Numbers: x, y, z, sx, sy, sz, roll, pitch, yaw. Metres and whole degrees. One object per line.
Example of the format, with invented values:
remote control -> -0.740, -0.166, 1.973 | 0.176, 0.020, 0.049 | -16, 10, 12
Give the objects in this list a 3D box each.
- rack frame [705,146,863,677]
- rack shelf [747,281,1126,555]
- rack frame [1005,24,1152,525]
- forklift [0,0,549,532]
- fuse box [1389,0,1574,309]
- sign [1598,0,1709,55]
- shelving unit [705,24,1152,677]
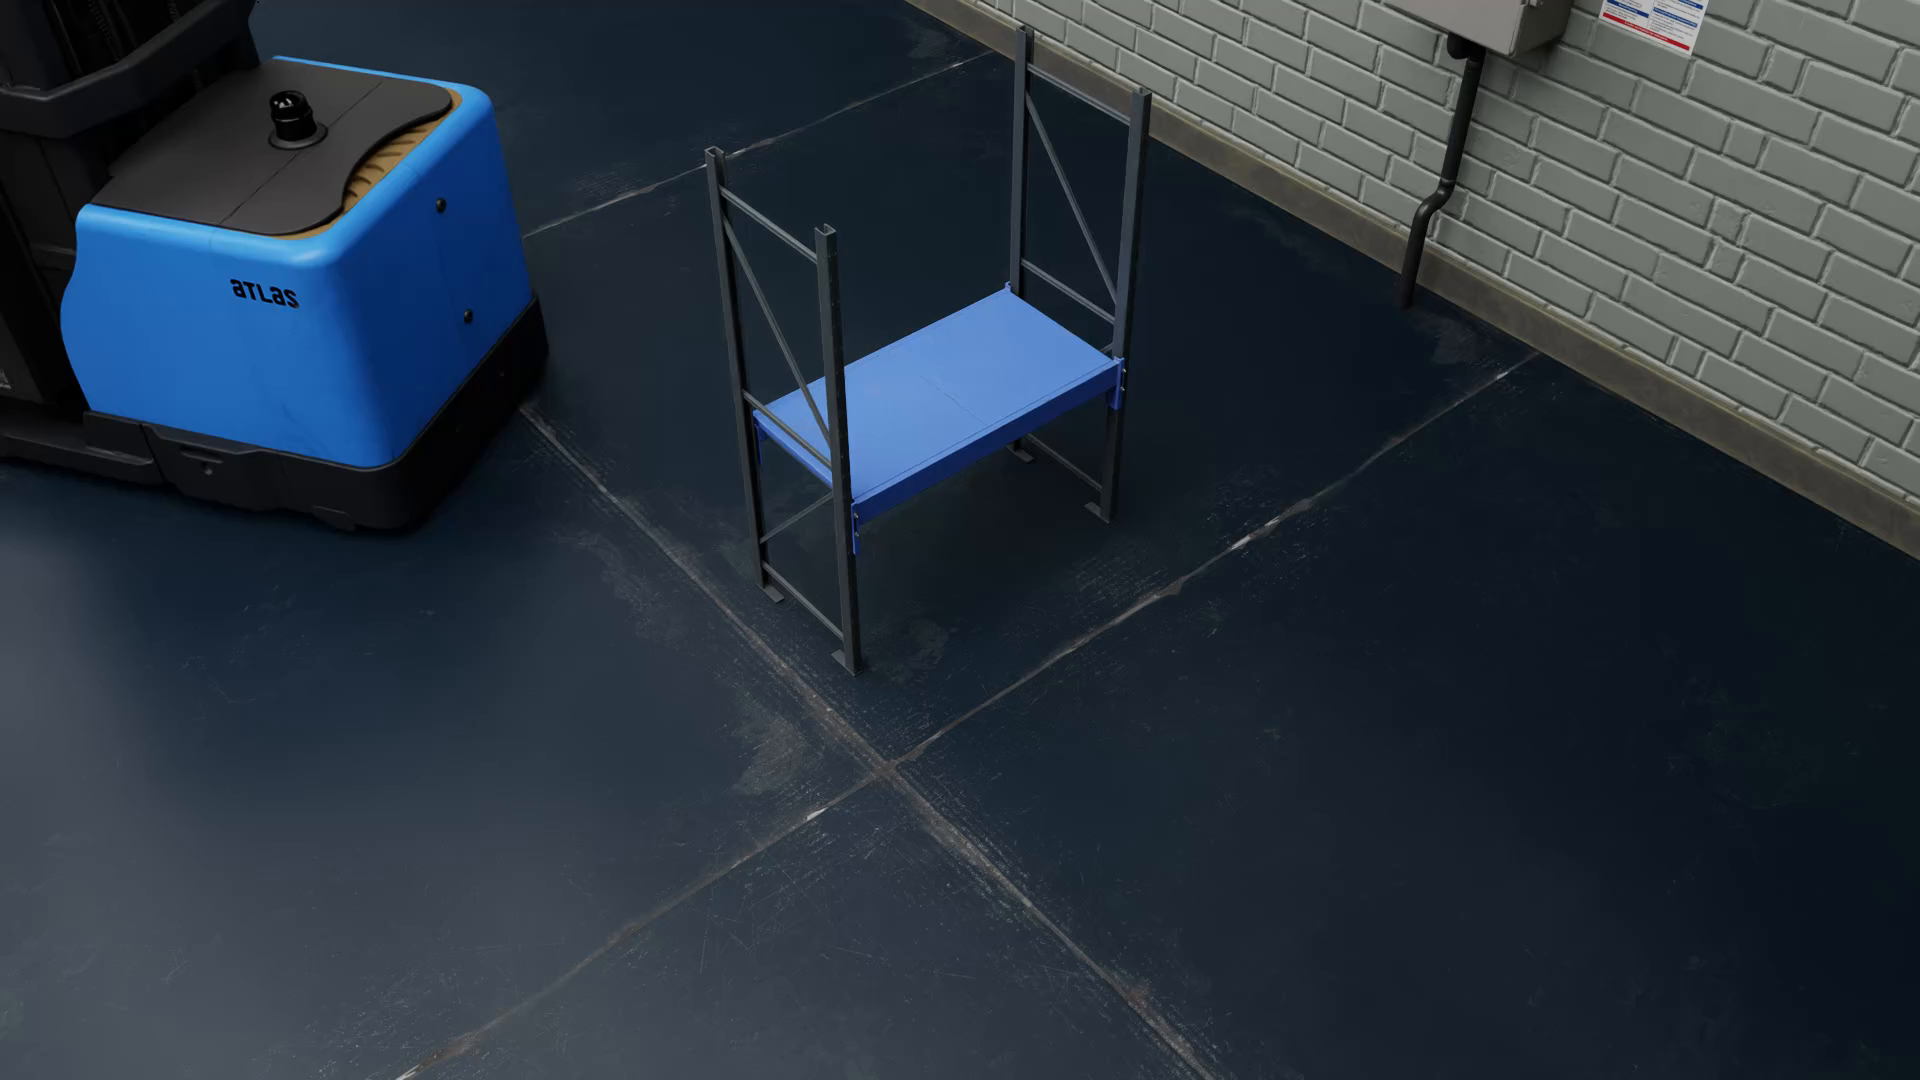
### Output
rack frame -> -0.455, -0.286, 4.459 | 0.032, 1.500, 0.500 | -30, 51, -28
rack shelf -> -0.065, -0.378, 4.820 | 1.000, 0.185, 0.538 | -30, 51, -28
rack frame -> 0.324, -0.733, 4.934 | 0.032, 1.500, 0.500 | -30, 51, -28
forklift -> -3.020, -1.675, 4.892 | 3.031, 2.935, 1.130 | 12, 44, 12
fuse box -> 1.642, -1.472, 5.568 | 0.414, 1.711, 0.539 | -30, 51, -28
sign -> 2.117, -1.739, 4.980 | 0.001, 0.494, 0.329 | -30, 51, -28
shelving unit -> -0.065, -0.509, 4.697 | 1.048, 1.500, 0.538 | -30, 51, -28
